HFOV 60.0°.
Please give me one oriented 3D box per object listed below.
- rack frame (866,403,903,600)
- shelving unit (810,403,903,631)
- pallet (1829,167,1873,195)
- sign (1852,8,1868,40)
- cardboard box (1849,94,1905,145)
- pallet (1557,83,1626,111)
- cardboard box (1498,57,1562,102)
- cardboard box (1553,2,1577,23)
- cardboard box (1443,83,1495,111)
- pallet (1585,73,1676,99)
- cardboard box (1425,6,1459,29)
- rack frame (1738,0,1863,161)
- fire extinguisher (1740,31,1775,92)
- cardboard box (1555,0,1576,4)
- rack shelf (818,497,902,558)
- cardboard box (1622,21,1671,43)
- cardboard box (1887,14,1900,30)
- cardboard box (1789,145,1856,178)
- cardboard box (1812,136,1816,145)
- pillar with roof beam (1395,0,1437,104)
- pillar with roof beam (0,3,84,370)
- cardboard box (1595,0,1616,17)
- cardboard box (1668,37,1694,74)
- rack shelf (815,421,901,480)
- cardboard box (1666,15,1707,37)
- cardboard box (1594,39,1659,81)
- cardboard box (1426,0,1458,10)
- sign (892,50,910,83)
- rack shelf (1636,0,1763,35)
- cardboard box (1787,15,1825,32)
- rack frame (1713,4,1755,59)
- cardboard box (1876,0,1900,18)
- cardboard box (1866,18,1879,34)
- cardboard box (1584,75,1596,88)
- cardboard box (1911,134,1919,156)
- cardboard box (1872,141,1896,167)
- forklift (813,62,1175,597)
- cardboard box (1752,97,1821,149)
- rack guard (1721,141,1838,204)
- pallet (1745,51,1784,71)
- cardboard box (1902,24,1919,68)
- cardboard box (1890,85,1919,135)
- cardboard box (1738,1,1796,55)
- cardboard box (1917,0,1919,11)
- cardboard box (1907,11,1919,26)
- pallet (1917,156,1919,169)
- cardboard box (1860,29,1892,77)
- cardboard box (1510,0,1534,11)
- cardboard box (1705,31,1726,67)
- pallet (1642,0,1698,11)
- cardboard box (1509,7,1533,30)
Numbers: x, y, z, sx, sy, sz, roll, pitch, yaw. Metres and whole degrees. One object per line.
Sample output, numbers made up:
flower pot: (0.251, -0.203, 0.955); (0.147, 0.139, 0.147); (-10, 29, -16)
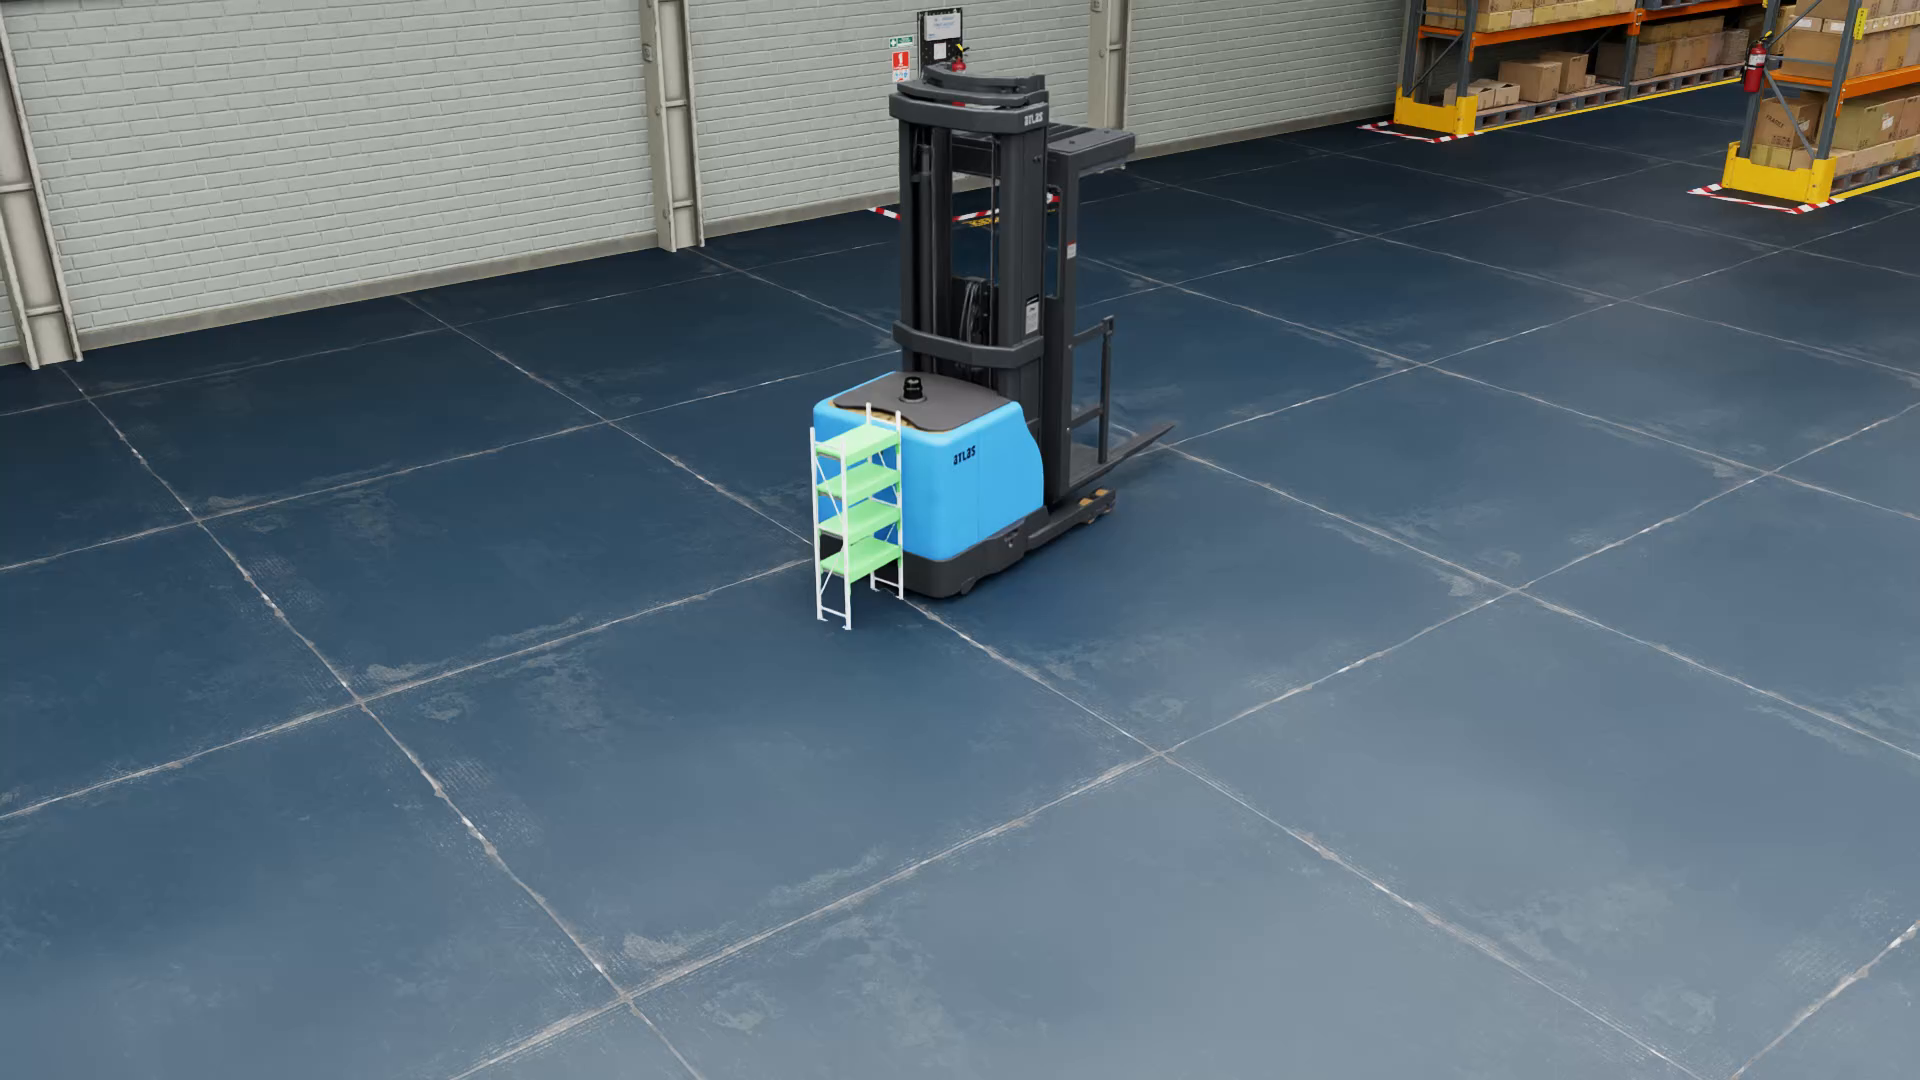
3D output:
rack frame: (-0.440, -0.216, 9.790); (0.240, 1.200, 0.015); (17, 30, 33)
shelving unit: (-0.587, -0.133, 9.612); (0.258, 1.200, 0.503); (17, 30, 33)
pallet: (10.150, -4.388, 19.953); (1.213, 0.211, 1.003); (-18, 31, -34)
sign: (9.912, -5.683, 18.310); (0.005, 0.325, 0.100); (-18, 31, -34)
cardboard box: (10.911, -5.054, 19.952); (0.500, 0.500, 0.500); (-18, 31, -34)
pallet: (9.155, -6.668, 24.867); (1.213, 0.211, 1.003); (-18, 31, -34)
cardboard box: (8.171, -6.618, 23.893); (0.500, 0.500, 0.700); (-21, 32, -37)
cardboard box: (8.298, -7.443, 23.379); (0.500, 0.250, 0.500); (-18, 30, -34)
cardboard box: (7.114, -6.210, 23.238); (0.500, 0.311, 0.500); (-23, 33, -40)
pallet: (10.274, -7.057, 25.705); (1.213, 0.211, 1.003); (-18, 31, -34)
cardboard box: (6.763, -7.207, 22.869); (0.500, 0.250, 0.500); (-18, 30, -33)
rack frame: (9.574, -5.440, 18.908); (0.127, 3.000, 1.000); (-18, 31, -34)
fire extinguisher: (9.194, -5.528, 19.190); (0.183, 0.674, 0.296); (-18, 31, -34)
cardboard box: (8.280, -7.781, 23.216); (0.500, 0.500, 0.500); (-17, 30, -32)
rack shelf: (-0.587, -0.076, 9.639); (0.258, 0.148, 0.480); (17, 30, 33)
cardboard box: (10.576, -7.837, 25.629); (0.500, 0.250, 0.500); (-19, 31, -35)
cardboard box: (10.619, -6.009, 19.244); (0.250, 0.149, 0.380); (-19, 31, -35)
cardboard box: (10.133, -4.449, 19.540); (0.500, 0.250, 0.500); (-18, 31, -34)
cardboard box: (10.200, -4.754, 20.198); (0.500, 0.250, 0.500); (-18, 31, -34)
pillar with roof beam: (9.188, -8.843, 19.115); (0.400, 9.000, 9.100); (-18, 31, -34)
pillar with roof beam: (-4.977, -4.168, 9.040); (0.400, 9.000, 9.100); (-18, 31, -34)
cardboard box: (9.079, -7.710, 23.954); (0.500, 0.250, 0.500); (-18, 30, -34)
cardboard box: (11.033, -7.651, 26.120); (0.500, 0.500, 0.700); (-18, 30, -33)
rack shelf: (-0.587, -0.511, 9.437); (0.258, 0.148, 0.480); (17, 30, 33)
cardboard box: (11.386, -8.097, 26.189); (0.500, 0.250, 0.500); (-18, 31, -34)
cardboard box: (10.231, -7.381, 25.538); (0.500, 0.500, 0.700); (-17, 30, -32)
cardboard box: (6.754, -7.554, 22.727); (0.500, 0.500, 0.500); (-19, 31, -35)
sign: (-0.657, -5.267, 18.493); (0.234, 0.329, 0.001); (-18, 31, -34)
rack shelf: (11.236, -8.312, 25.952); (4.000, 0.370, 1.077); (-18, 31, -34)
cardboard box: (9.757, -5.942, 19.100); (0.250, 0.149, 0.380); (-19, 31, -35)
rack frame: (12.810, -9.158, 26.920); (0.127, 3.000, 1.000); (-18, 31, -34)
cardboard box: (10.402, -6.343, 19.194); (0.500, 0.500, 0.700); (-19, 31, -35)
cardboard box: (10.222, -5.880, 18.966); (0.250, 0.149, 0.380); (-19, 31, -35)
cardboard box: (9.260, -6.884, 24.864); (0.380, 0.166, 0.250); (22, 33, 39)
cardboard box: (11.708, -4.968, 20.659); (0.500, 0.250, 0.500); (-18, 31, -34)
cardboard box: (10.918, -4.710, 20.102); (0.500, 0.250, 0.500); (-18, 31, -34)
forklift: (0.388, -1.548, 10.603); (1.130, 2.935, 3.031); (17, 30, 33)
cardboard box: (9.812, -4.961, 19.753); (0.500, 0.500, 0.500); (-18, 31, -34)
rack guard: (9.555, -4.300, 19.421); (0.348, 0.500, 1.175); (-18, 31, -34)
pallet: (13.477, -8.073, 27.894); (1.213, 0.211, 1.003); (-18, 31, -34)
cardboard box: (11.166, -6.005, 20.008); (0.500, 0.500, 0.700); (-17, 30, -33)
cardboard box: (11.700, -5.312, 20.510); (0.500, 0.500, 0.500); (-18, 31, -34)
cardboard box: (13.469, -8.521, 27.602); (0.750, 0.750, 0.750); (-19, 31, -35)
cardboard box: (11.192, -6.604, 19.757); (0.500, 0.500, 0.700); (-18, 31, -34)
cardboard box: (11.028, -6.145, 19.539); (0.250, 0.149, 0.380); (-19, 31, -35)
pallet: (12.070, -5.021, 21.319); (1.213, 0.211, 1.003); (-18, 31, -34)
cardboard box: (10.360, -5.740, 19.437); (0.500, 0.500, 0.700); (-17, 30, -33)
cardboard box: (7.471, -7.511, 22.634); (0.500, 0.500, 0.500); (-18, 30, -34)
cardboard box: (11.798, -7.924, 26.708); (0.500, 0.500, 0.700); (-18, 31, -34)
pallet: (10.353, -8.182, 25.045); (1.213, 0.211, 1.003); (-18, 31, -34)
cardboard box: (7.494, -7.182, 22.817); (0.500, 0.250, 0.500); (-19, 31, -36)
